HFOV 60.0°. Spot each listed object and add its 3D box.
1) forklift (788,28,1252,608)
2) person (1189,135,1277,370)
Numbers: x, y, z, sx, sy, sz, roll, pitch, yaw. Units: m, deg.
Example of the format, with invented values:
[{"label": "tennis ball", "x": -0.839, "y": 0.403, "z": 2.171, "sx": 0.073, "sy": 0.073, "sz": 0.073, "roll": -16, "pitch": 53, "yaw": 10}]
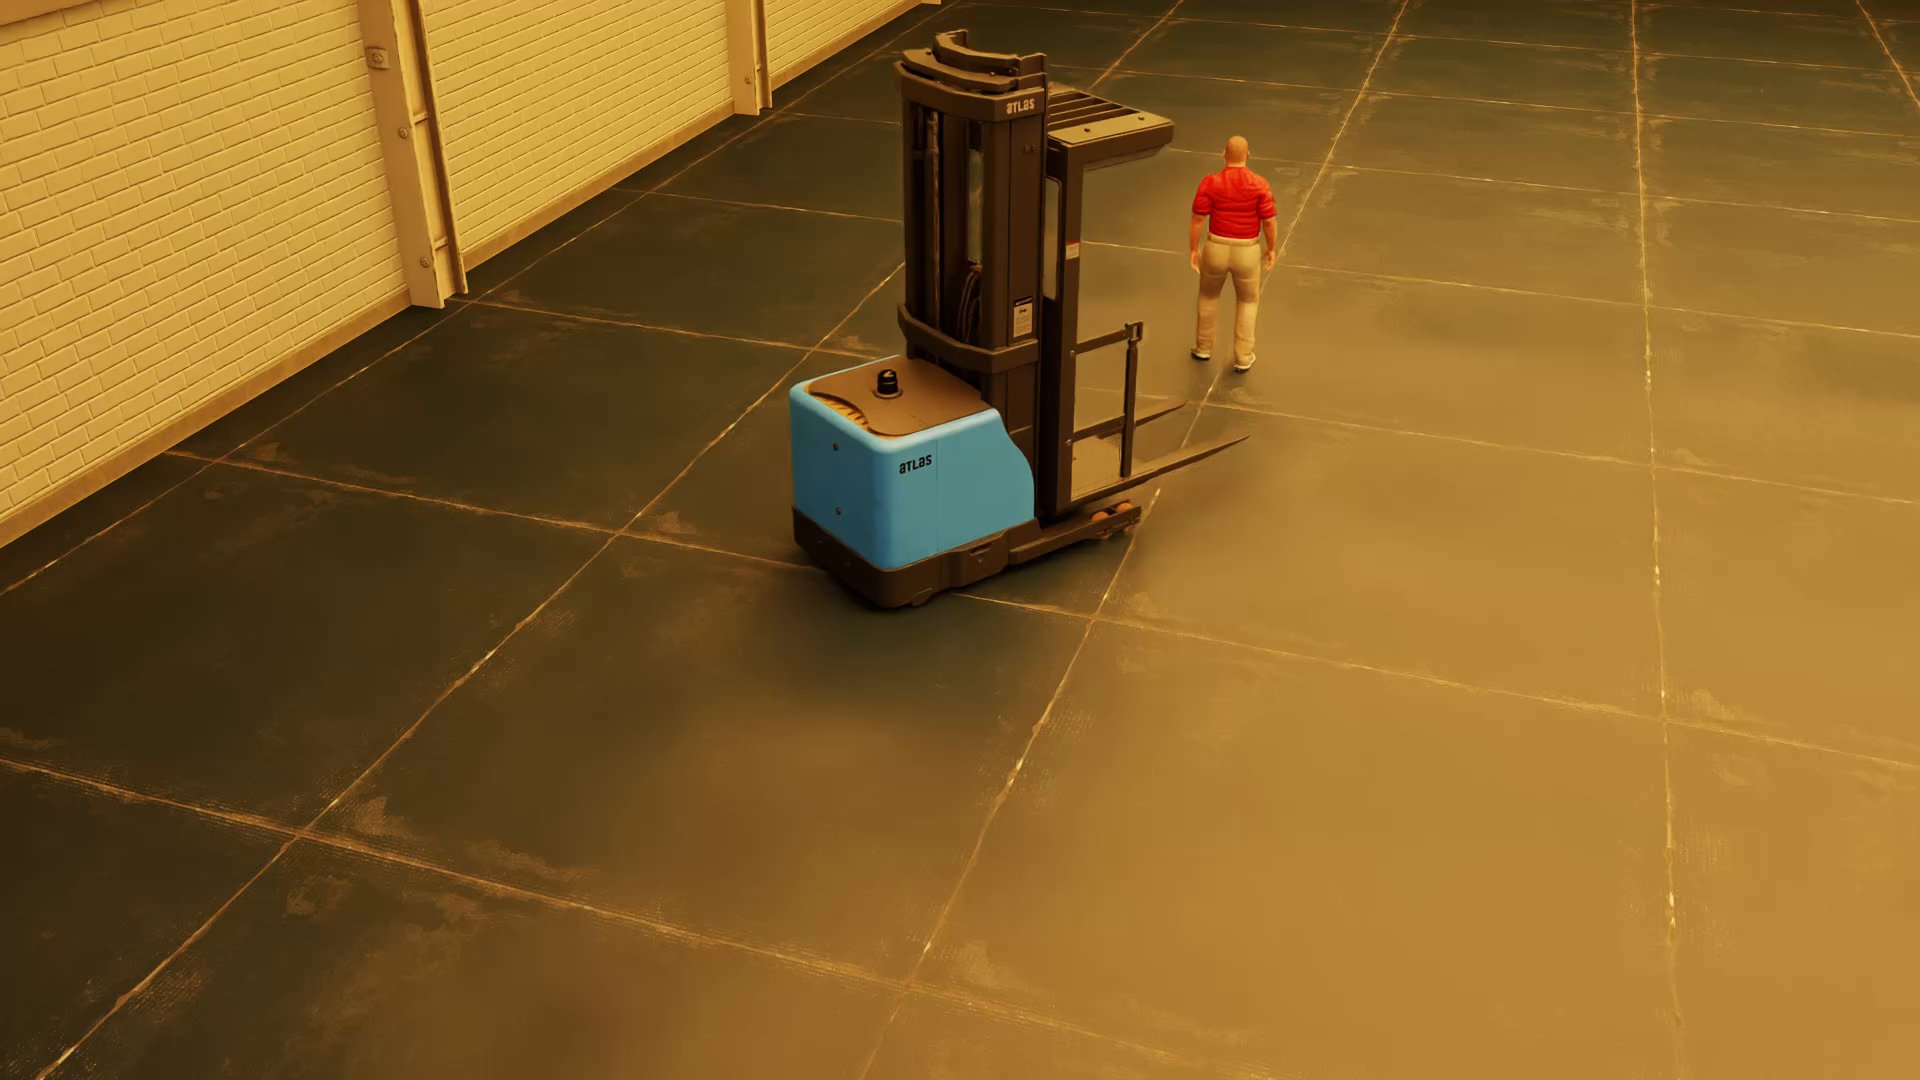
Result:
[{"label": "forklift", "x": 0.493, "y": -1.465, "z": 9.706, "sx": 3.031, "sy": 2.935, "sz": 1.130, "roll": -20, "pitch": 35, "yaw": -31}, {"label": "person", "x": 1.977, "y": -2.083, "z": 12.049, "sx": 0.619, "sy": 1.759, "sz": 0.490, "roll": 7, "pitch": 31, "yaw": 13}]
